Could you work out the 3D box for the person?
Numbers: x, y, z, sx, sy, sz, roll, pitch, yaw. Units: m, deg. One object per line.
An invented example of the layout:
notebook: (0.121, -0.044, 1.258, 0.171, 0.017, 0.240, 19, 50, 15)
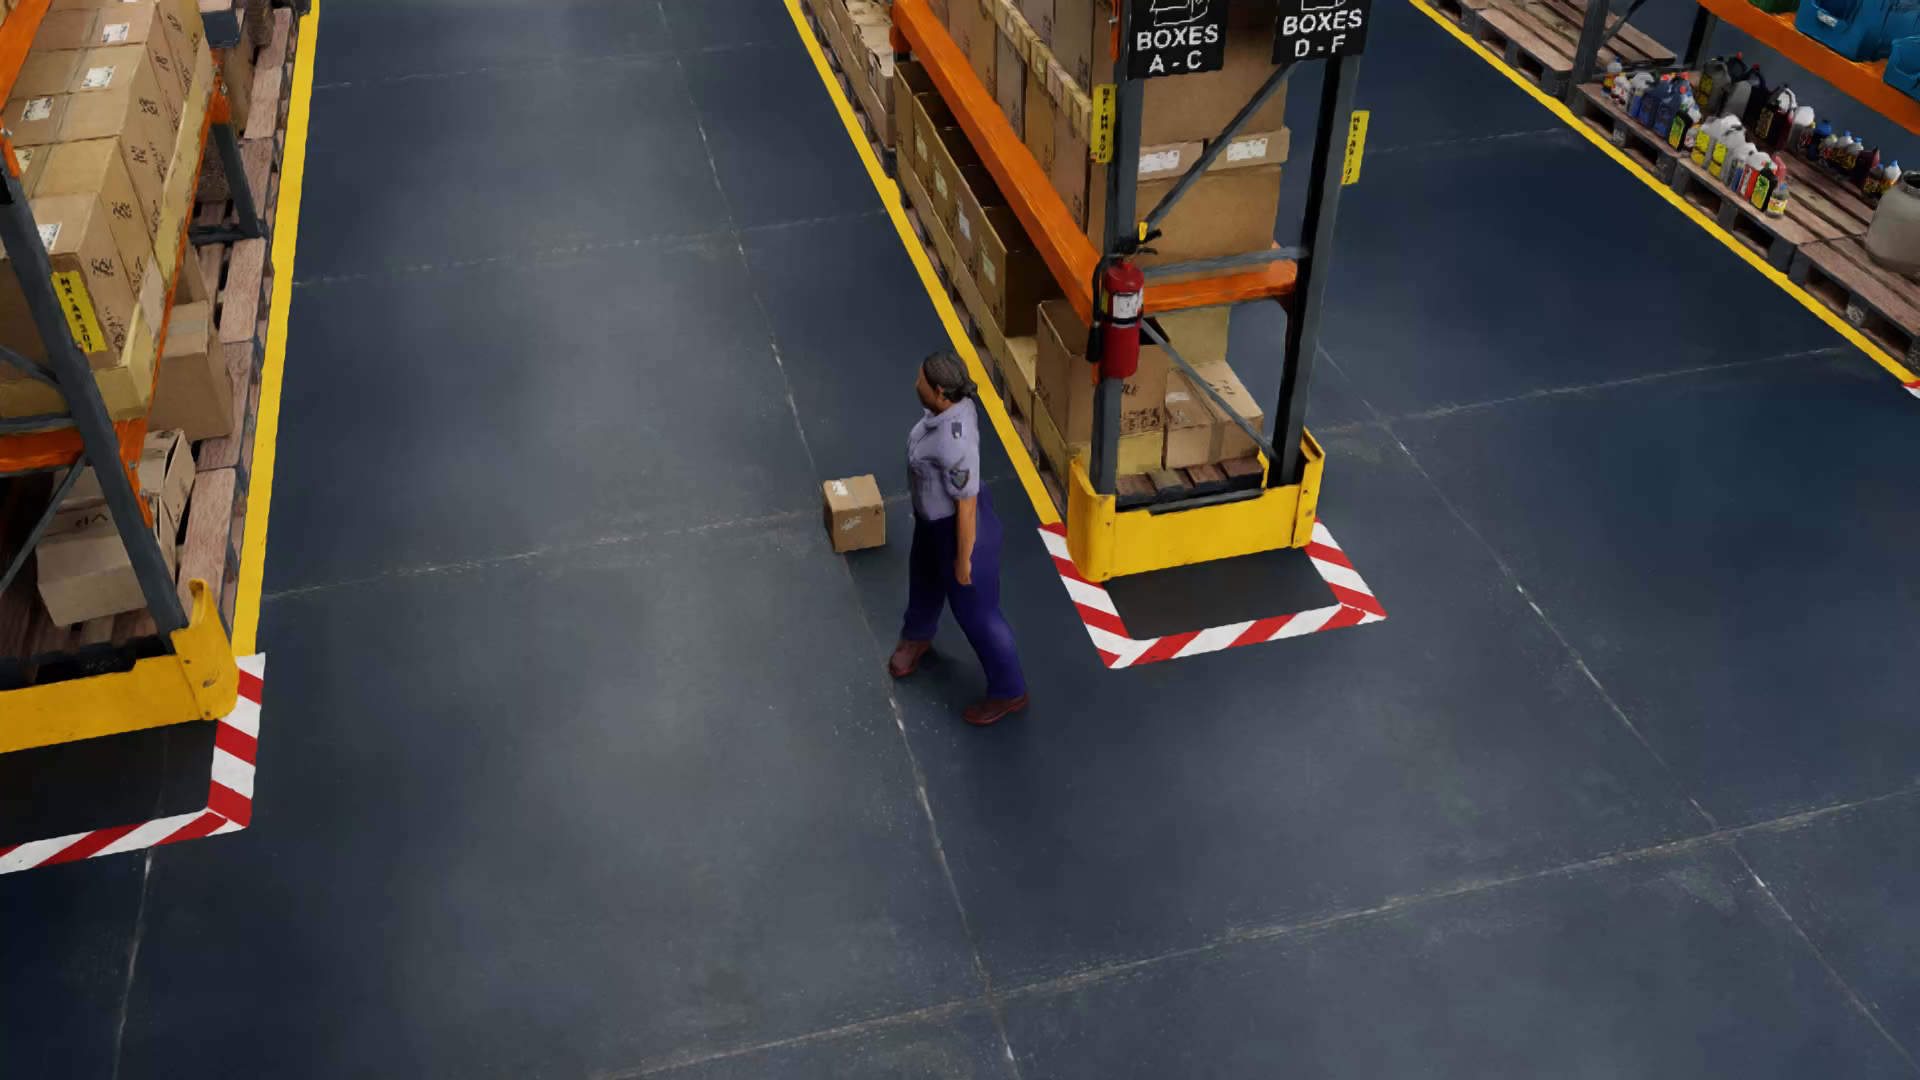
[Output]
person: (-0.024, -0.020, 6.763, 0.560, 1.650, 0.590, -6, 39, -7)
